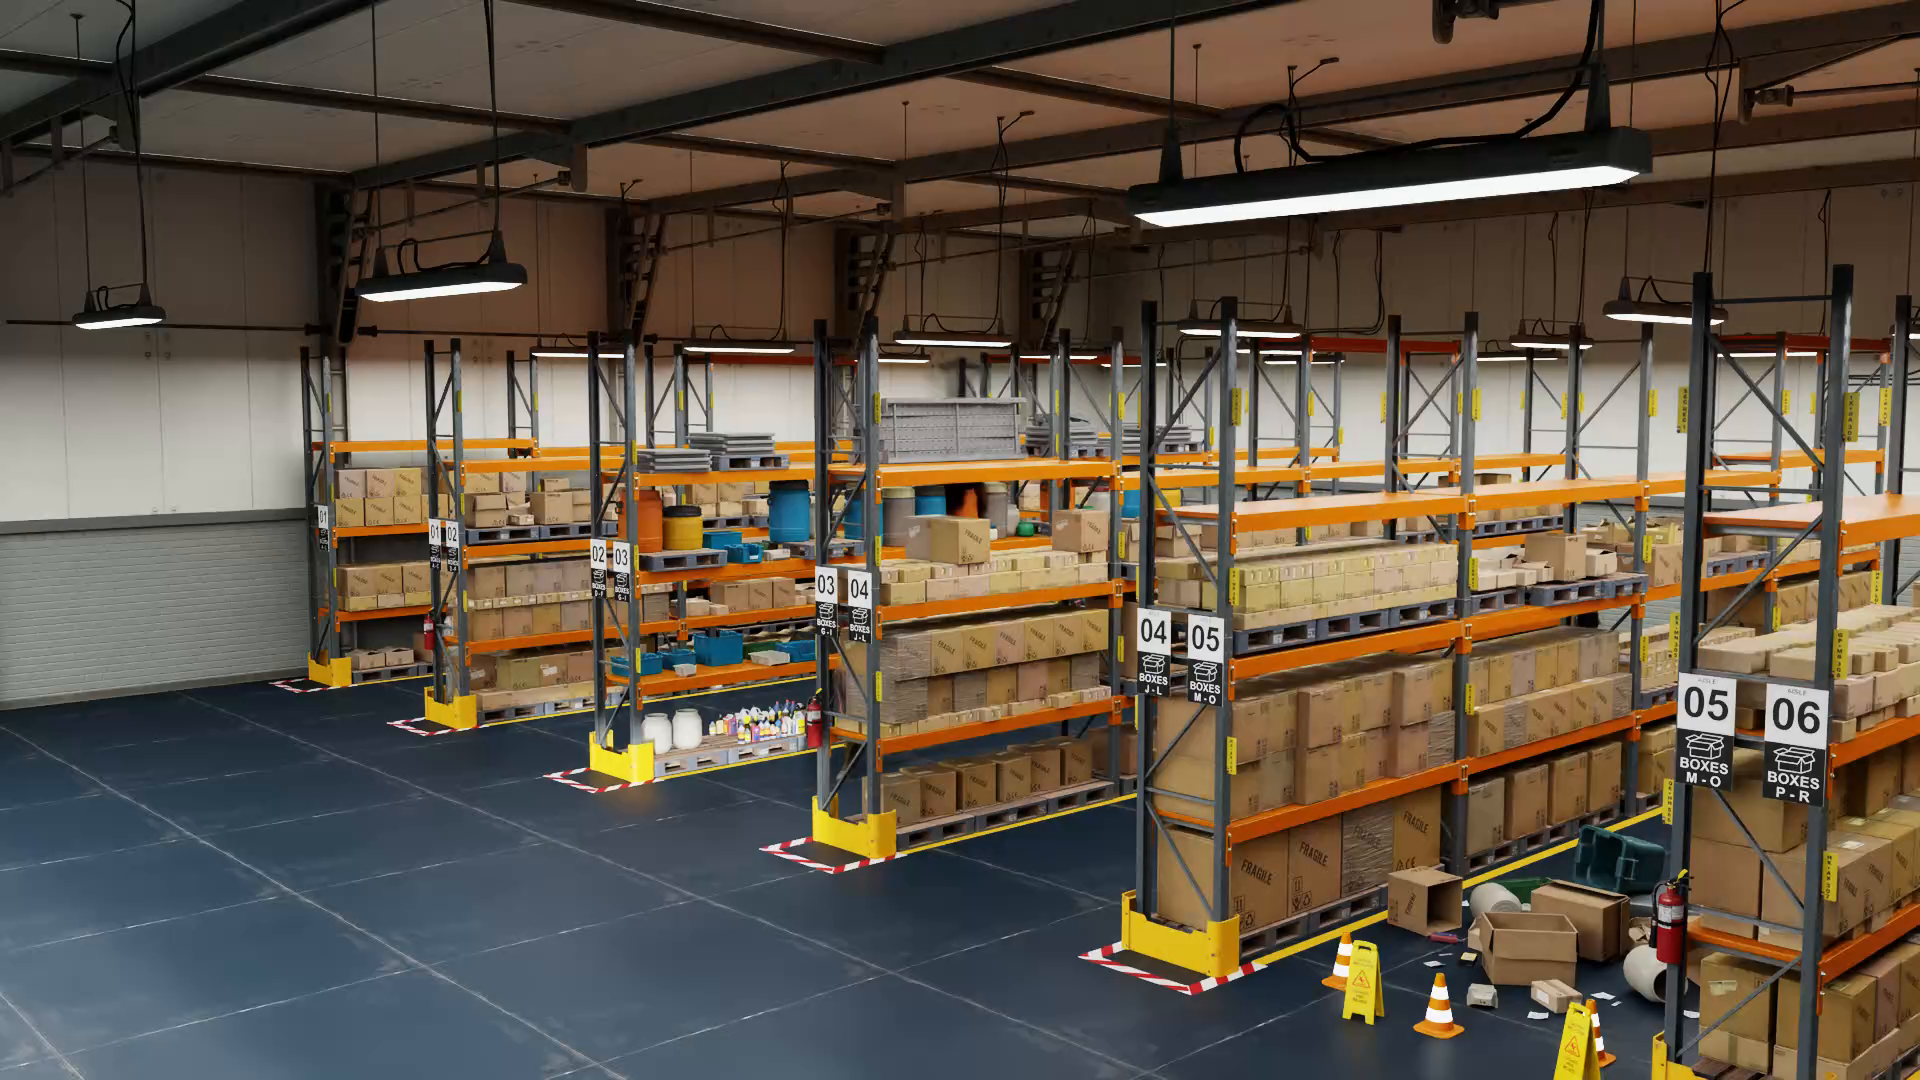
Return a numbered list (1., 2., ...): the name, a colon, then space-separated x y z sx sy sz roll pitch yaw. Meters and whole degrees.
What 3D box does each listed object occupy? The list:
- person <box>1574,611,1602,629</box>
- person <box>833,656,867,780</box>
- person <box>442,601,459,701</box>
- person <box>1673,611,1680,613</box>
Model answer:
1. person: 11.362 1.653 30.245 0.714 1.699 0.874 -4 6 -38
2. person: -1.356 2.348 22.606 0.716 1.733 0.937 3 6 27
3. person: -8.432 1.845 27.870 0.566 1.699 0.929 4 7 40
4. person: 11.088 2.121 25.777 0.874 1.646 0.688 -4 6 -38
